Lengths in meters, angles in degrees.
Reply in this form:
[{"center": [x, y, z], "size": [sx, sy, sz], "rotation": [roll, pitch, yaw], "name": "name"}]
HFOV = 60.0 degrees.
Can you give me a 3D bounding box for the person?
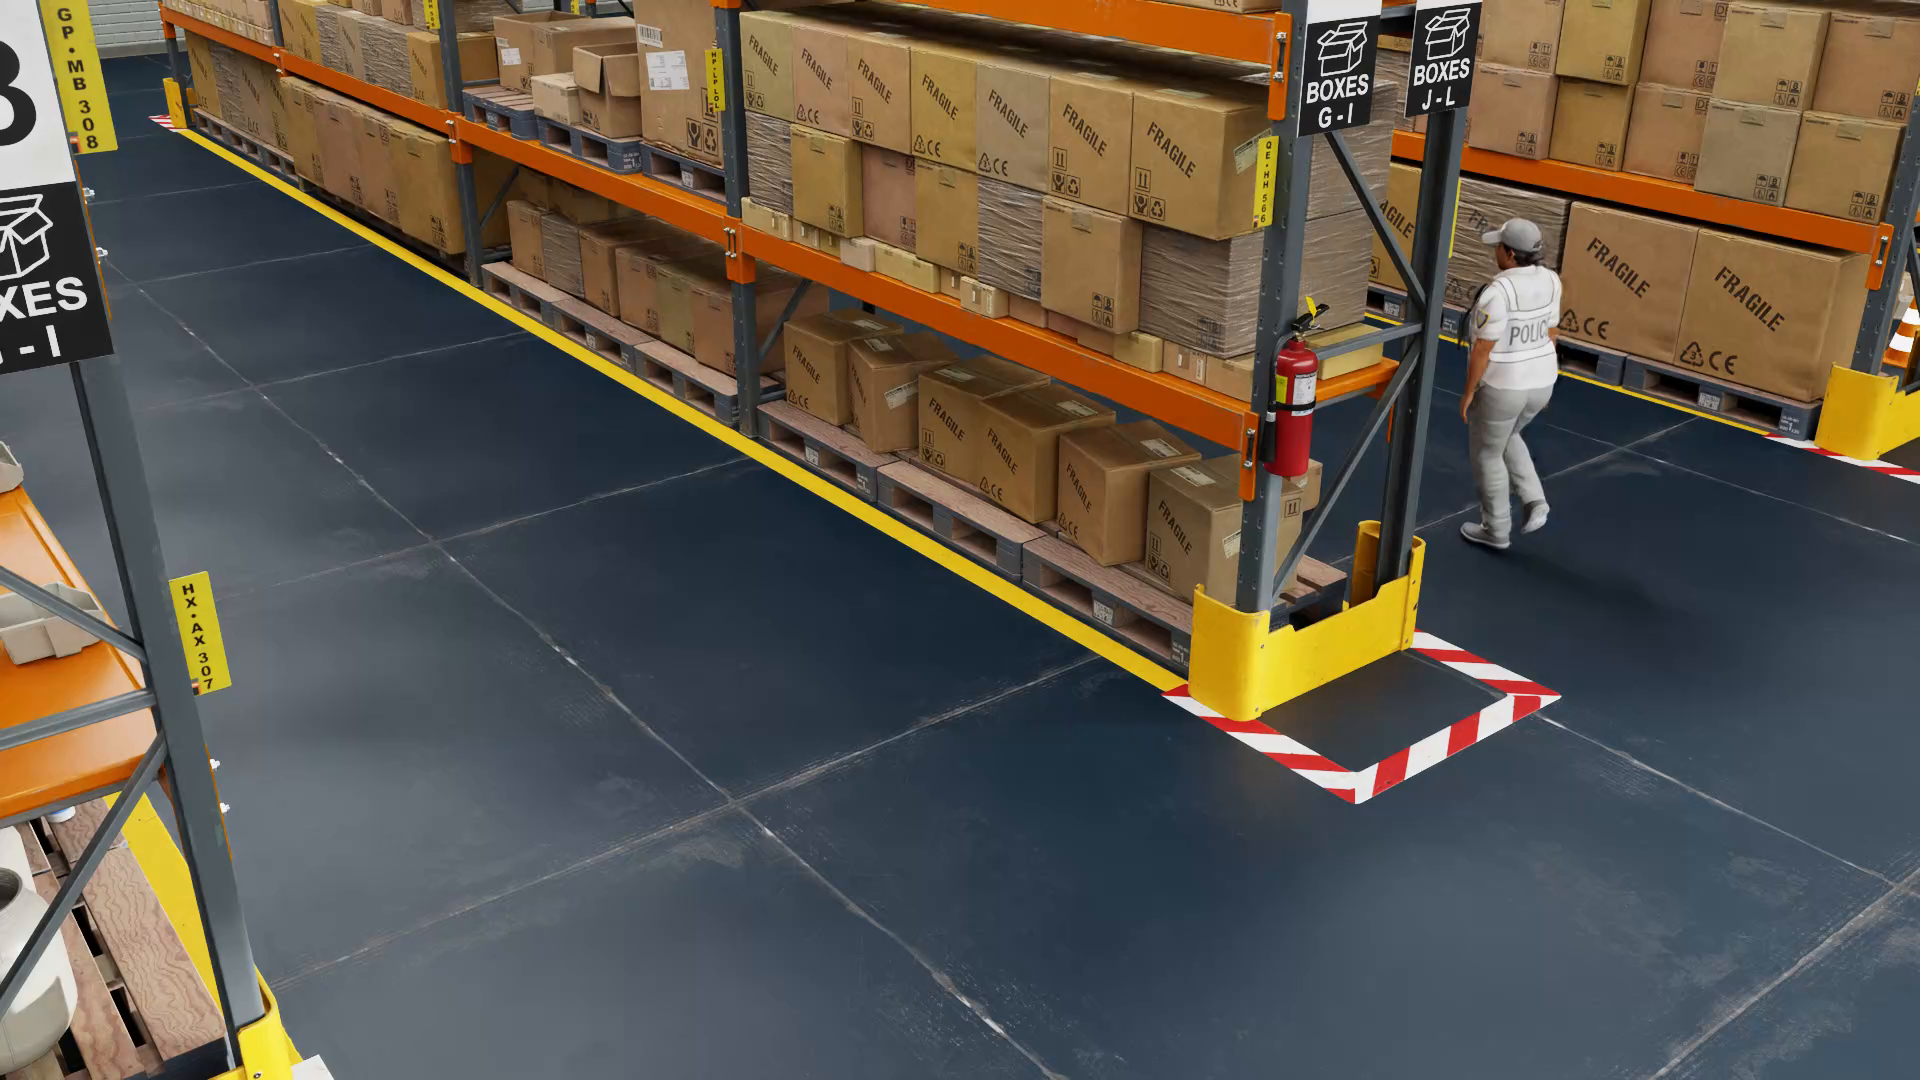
[{"center": [2.686, -0.751, 8.158], "size": [0.535, 1.661, 0.459], "rotation": [-14, 28, -27], "name": "person"}]
